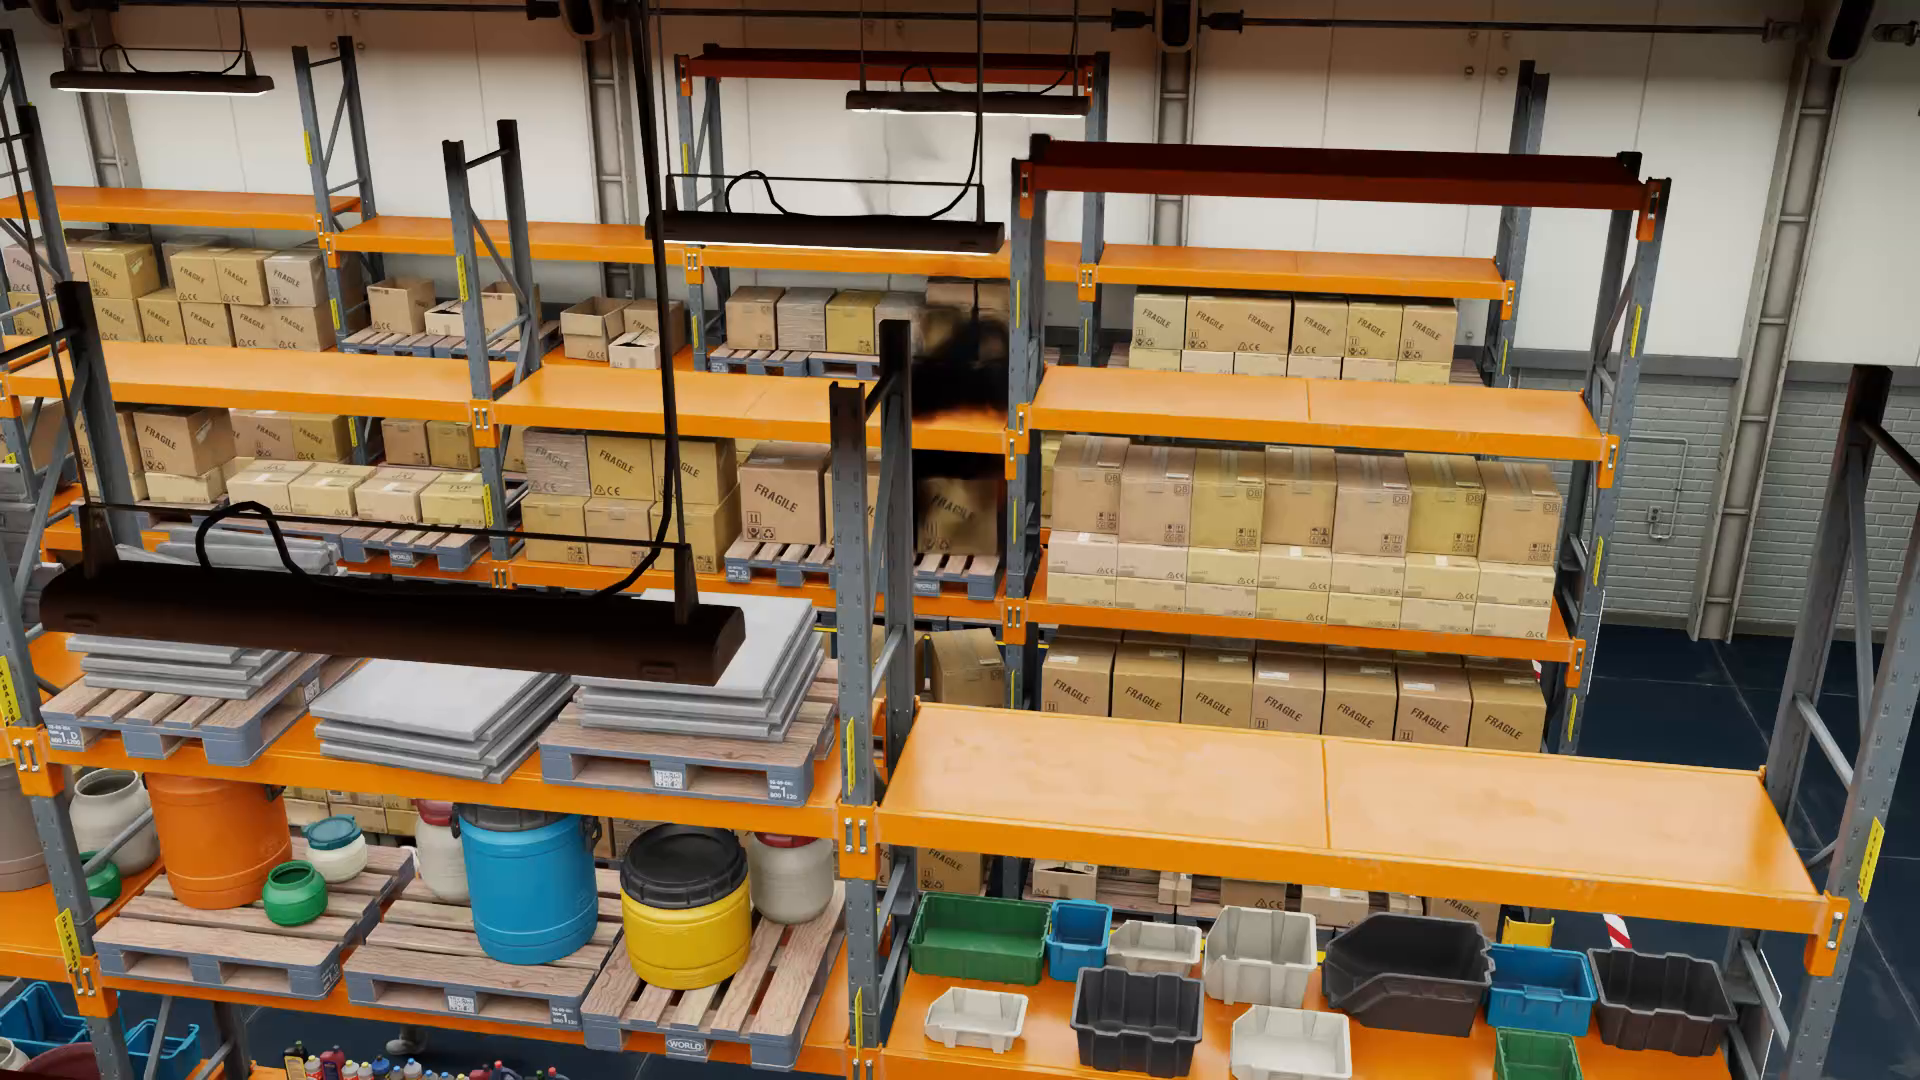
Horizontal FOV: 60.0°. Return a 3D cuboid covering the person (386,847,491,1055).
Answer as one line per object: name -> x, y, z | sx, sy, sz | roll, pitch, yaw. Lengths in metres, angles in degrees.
person -> -3.655, 2.868, 11.403 | 0.896, 1.763, 0.683 | 3, 23, 7
